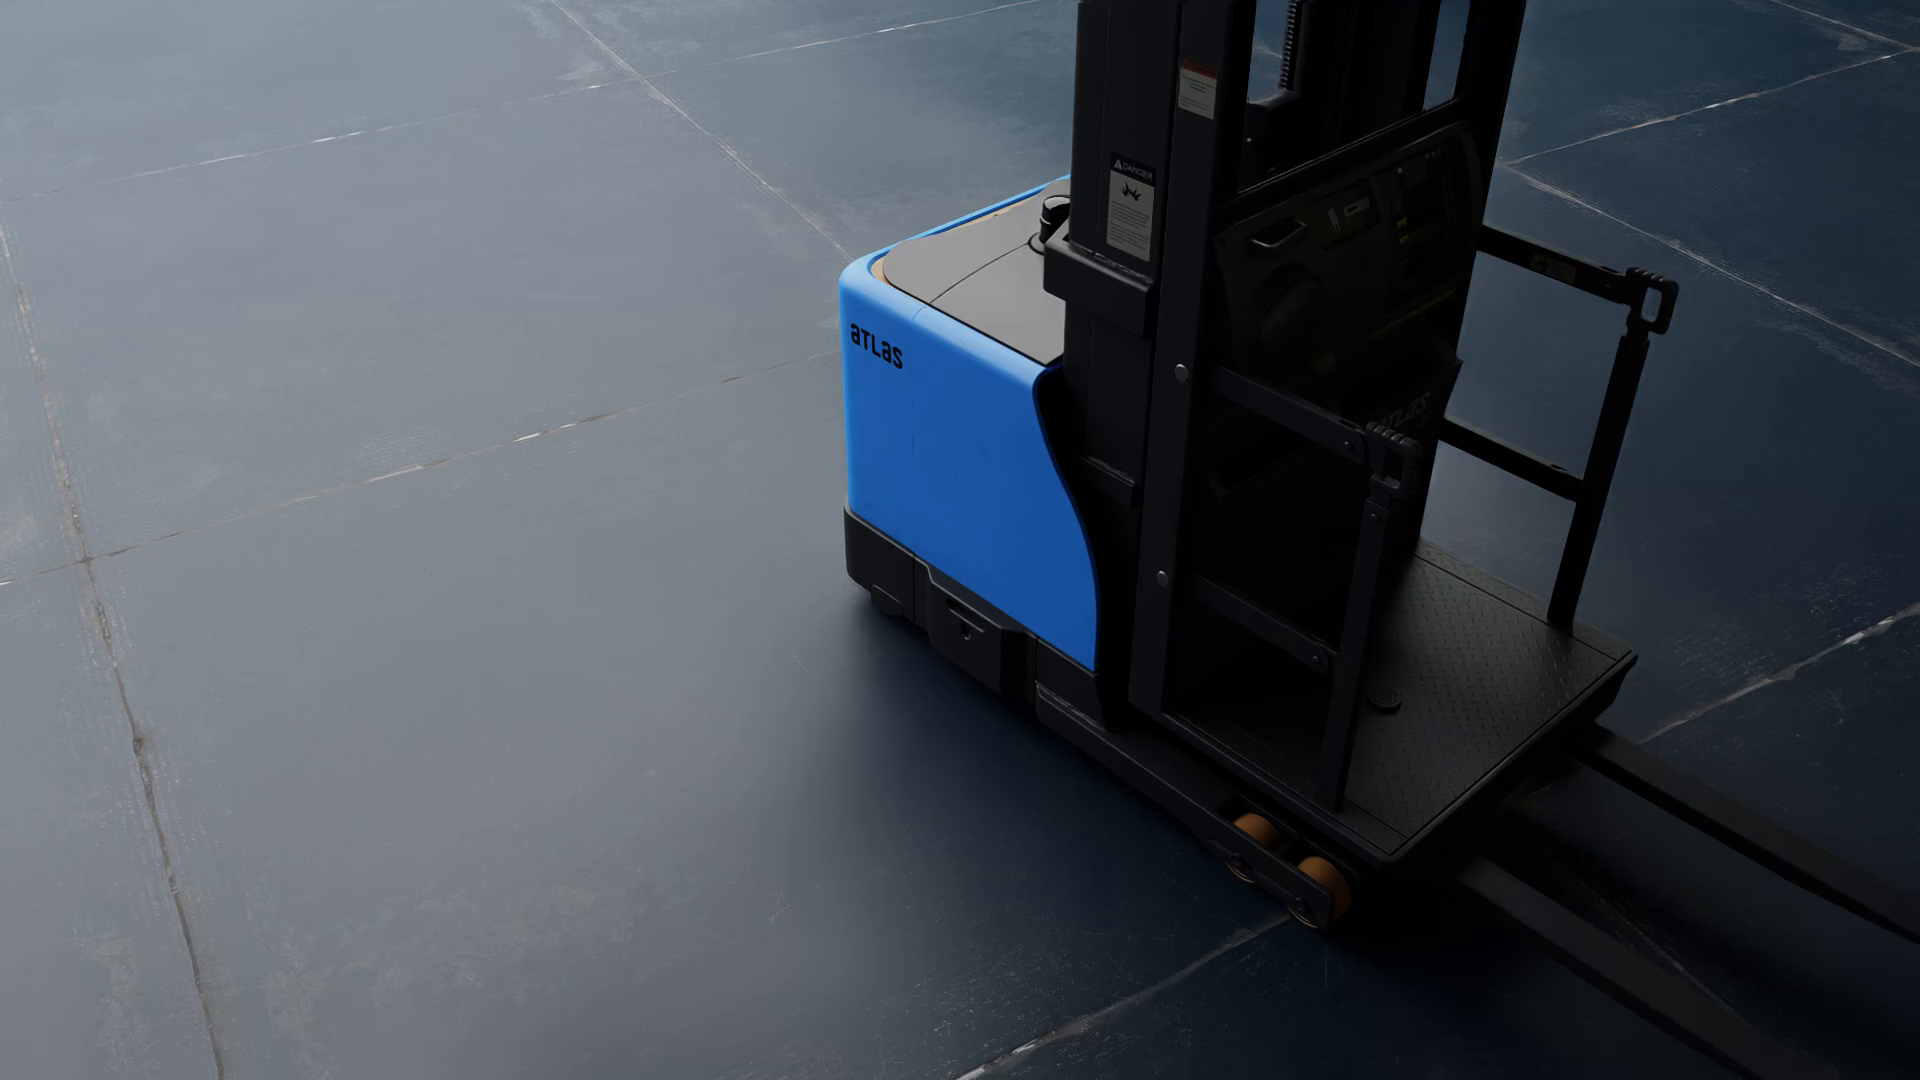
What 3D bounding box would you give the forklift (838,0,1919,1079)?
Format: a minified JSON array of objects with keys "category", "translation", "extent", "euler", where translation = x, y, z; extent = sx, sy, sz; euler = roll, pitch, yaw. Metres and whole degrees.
[{"category":"forklift","translation":[1.026,-0.602,3.589],"extent":[1.130,2.935,3.031],"euler":[-29,45,-33]}]
